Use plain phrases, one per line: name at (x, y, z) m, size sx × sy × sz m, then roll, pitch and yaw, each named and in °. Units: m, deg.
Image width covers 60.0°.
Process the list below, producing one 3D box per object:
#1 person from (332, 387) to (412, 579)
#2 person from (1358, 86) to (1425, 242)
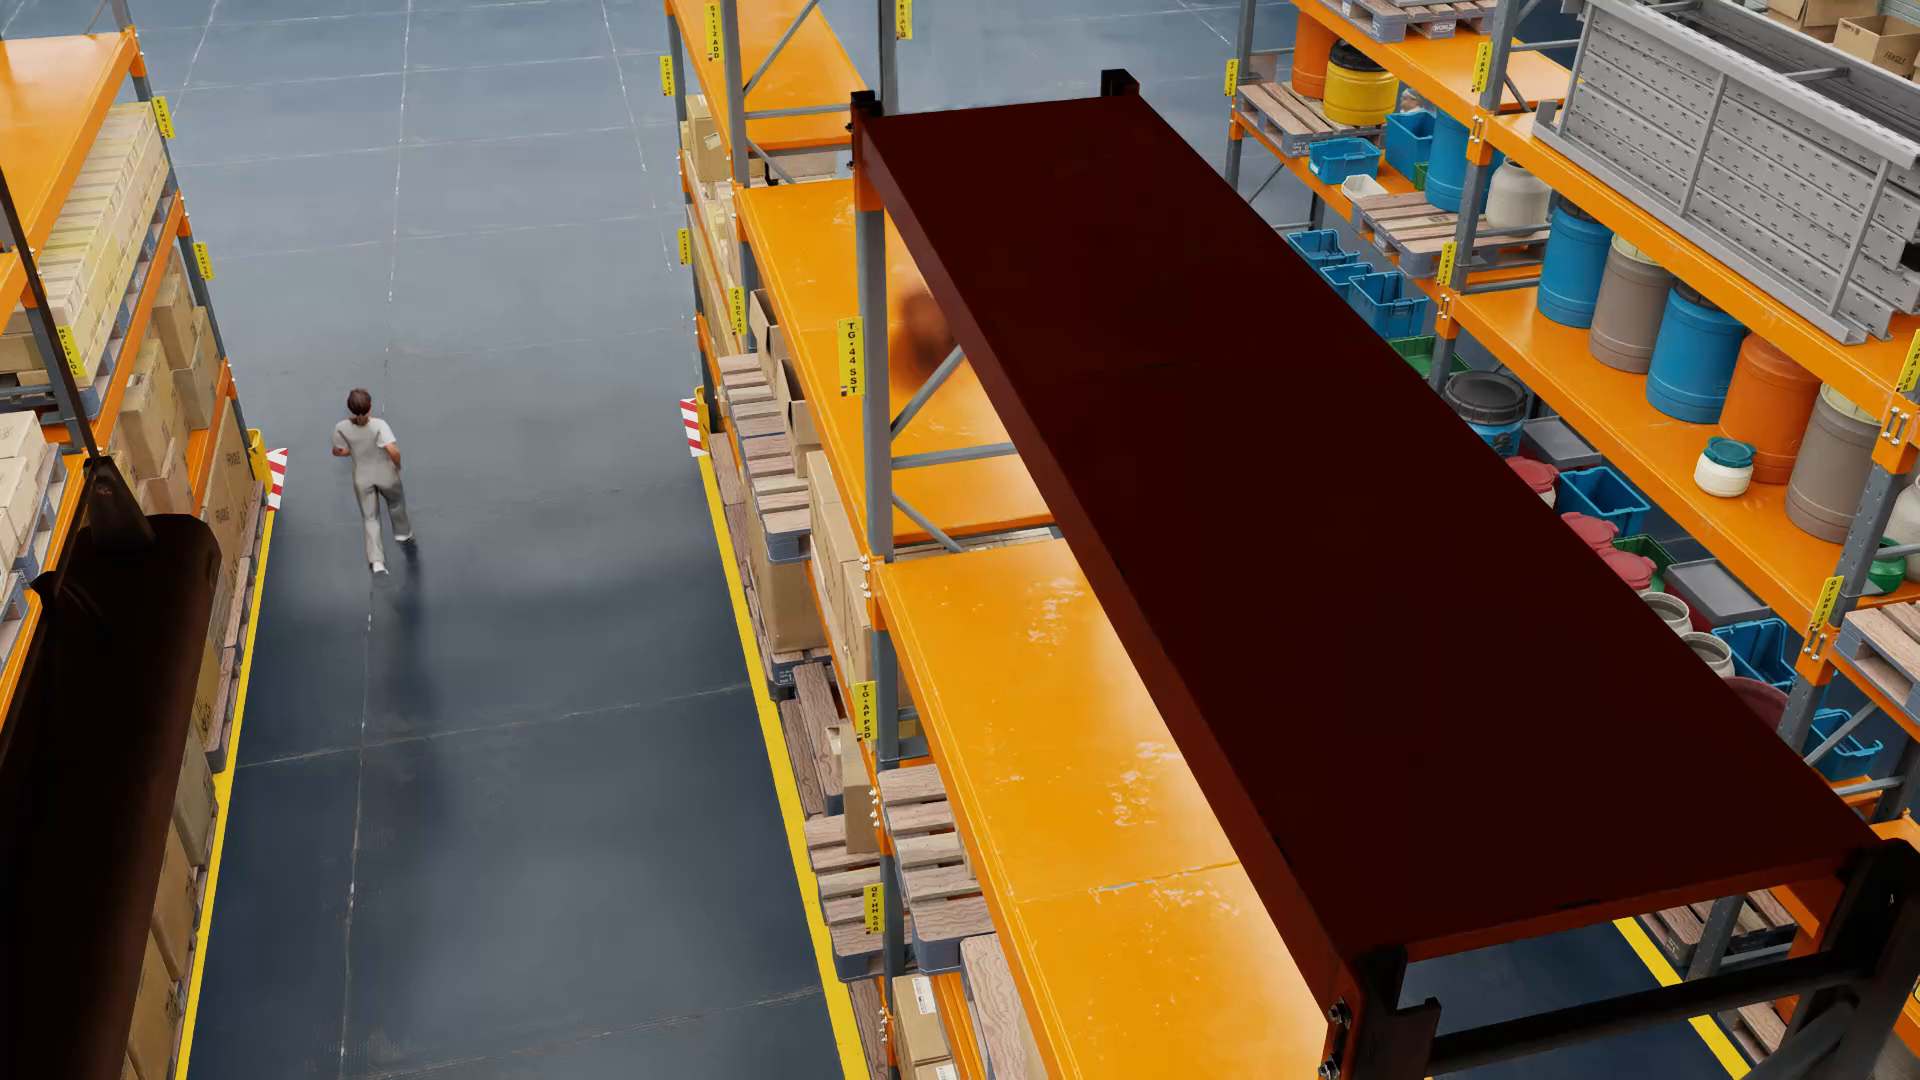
person at (-4.682, -0.451, 13.297) m, size 0.536 × 1.674 × 1.125 m, roll -7°, pitch 35°, yaw -11°
person at (5.010, -4.219, 18.674) m, size 0.835 × 1.841 × 0.687 m, roll 6°, pitch 35°, yaw 9°
